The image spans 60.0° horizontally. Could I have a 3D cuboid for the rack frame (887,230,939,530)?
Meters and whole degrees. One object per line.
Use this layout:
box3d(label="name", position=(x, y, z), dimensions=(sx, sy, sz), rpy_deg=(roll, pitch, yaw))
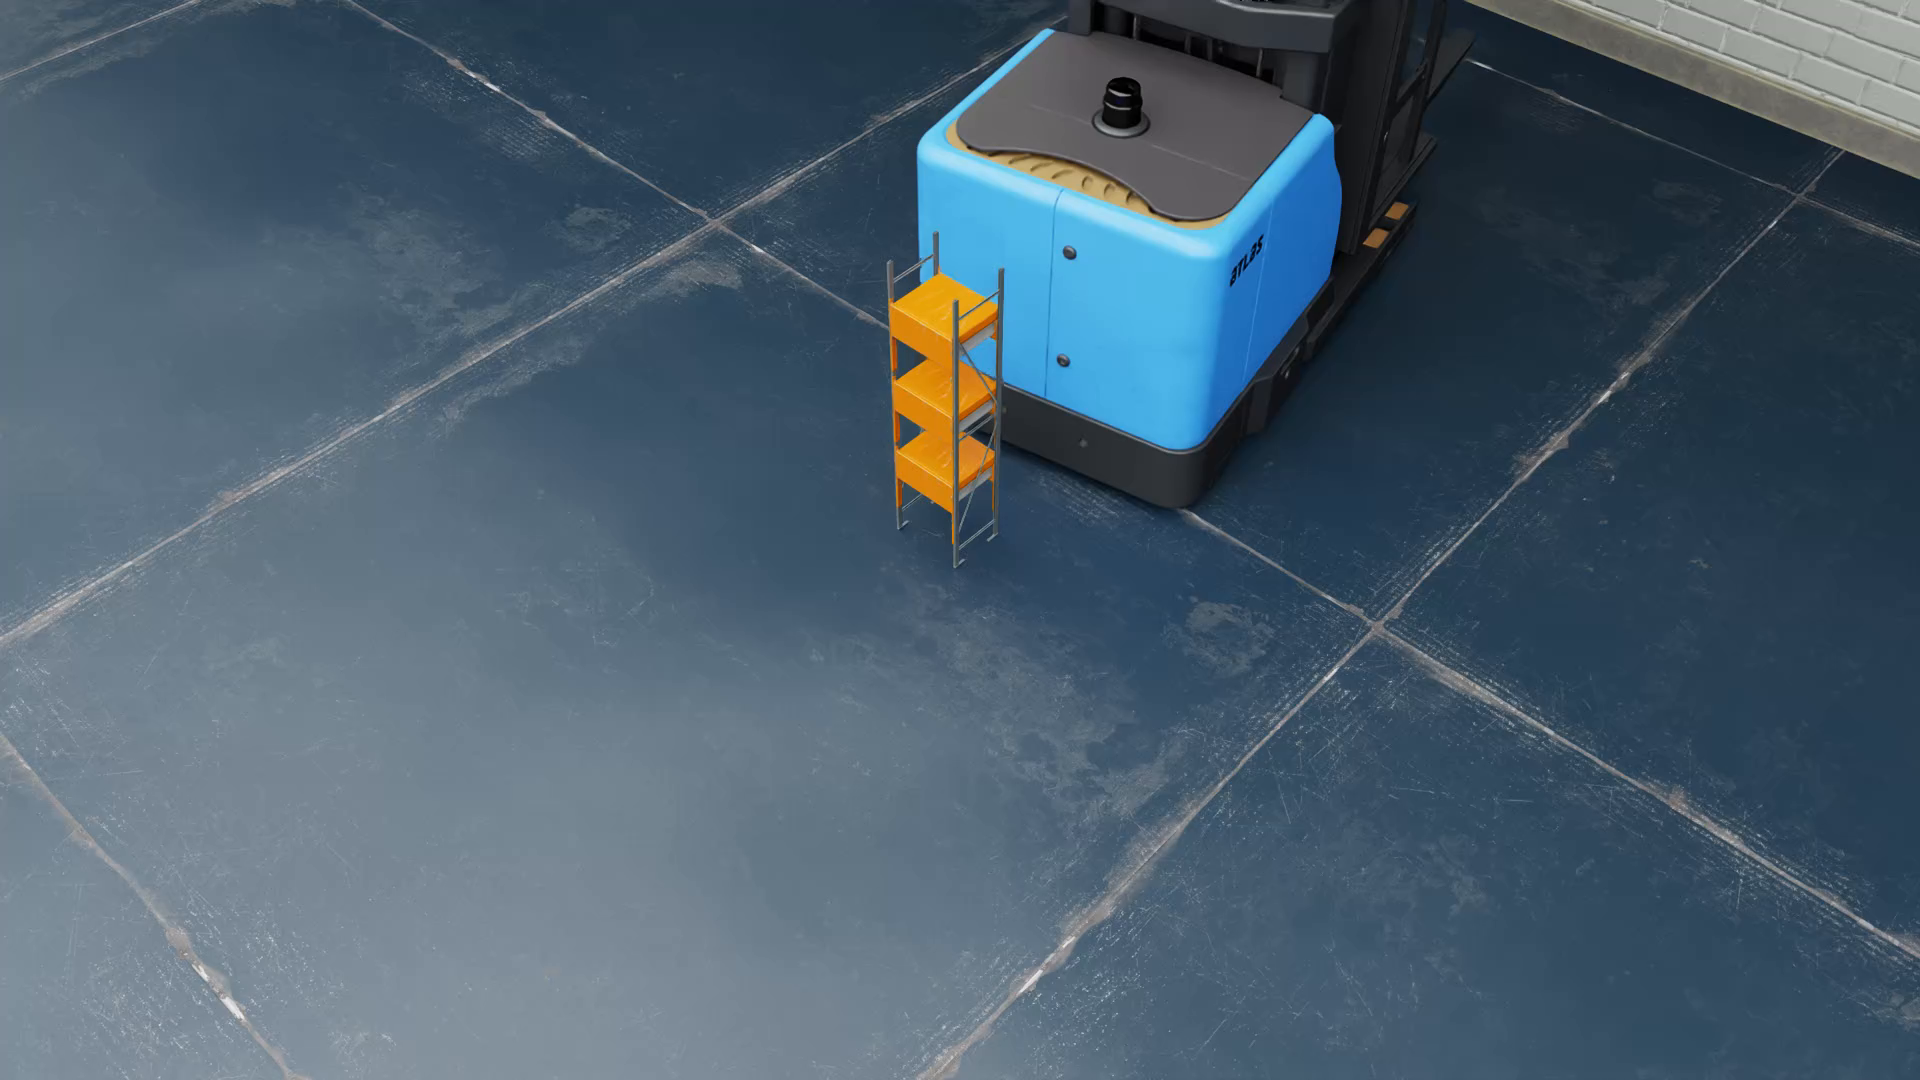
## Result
box3d(label="rack frame", position=(-0.129, -0.446, 4.949), dimensions=(0.008, 1.050, 0.200), rpy_deg=(34, 55, 28))

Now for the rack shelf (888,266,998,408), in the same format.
box3d(label="rack shelf", position=(-0.039, -0.573, 4.693), dimensions=(0.240, 0.259, 0.215), rpy_deg=(34, 55, 28))

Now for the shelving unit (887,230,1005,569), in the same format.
box3d(label="shelving unit", position=(-0.039, -0.386, 4.892), dimensions=(0.252, 1.050, 0.215), rpy_deg=(34, 55, 28))

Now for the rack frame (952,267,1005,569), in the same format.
box3d(label="rack frame", position=(0.050, -0.325, 4.835), dimensions=(0.008, 1.050, 0.200), rpy_deg=(34, 55, 28))

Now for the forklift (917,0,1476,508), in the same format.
box3d(label="forklift", position=(1.064, -2.163, 5.271), dimensions=(1.130, 2.935, 3.031), rpy_deg=(24, 51, 21))

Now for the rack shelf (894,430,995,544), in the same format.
box3d(label="rack shelf", position=(-0.039, -0.188, 5.102), dimensions=(0.240, 0.259, 0.215), rpy_deg=(34, 55, 28))

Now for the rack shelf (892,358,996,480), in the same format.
box3d(label="rack shelf", position=(-0.039, -0.379, 4.900), dimensions=(0.240, 0.259, 0.215), rpy_deg=(34, 55, 28))
